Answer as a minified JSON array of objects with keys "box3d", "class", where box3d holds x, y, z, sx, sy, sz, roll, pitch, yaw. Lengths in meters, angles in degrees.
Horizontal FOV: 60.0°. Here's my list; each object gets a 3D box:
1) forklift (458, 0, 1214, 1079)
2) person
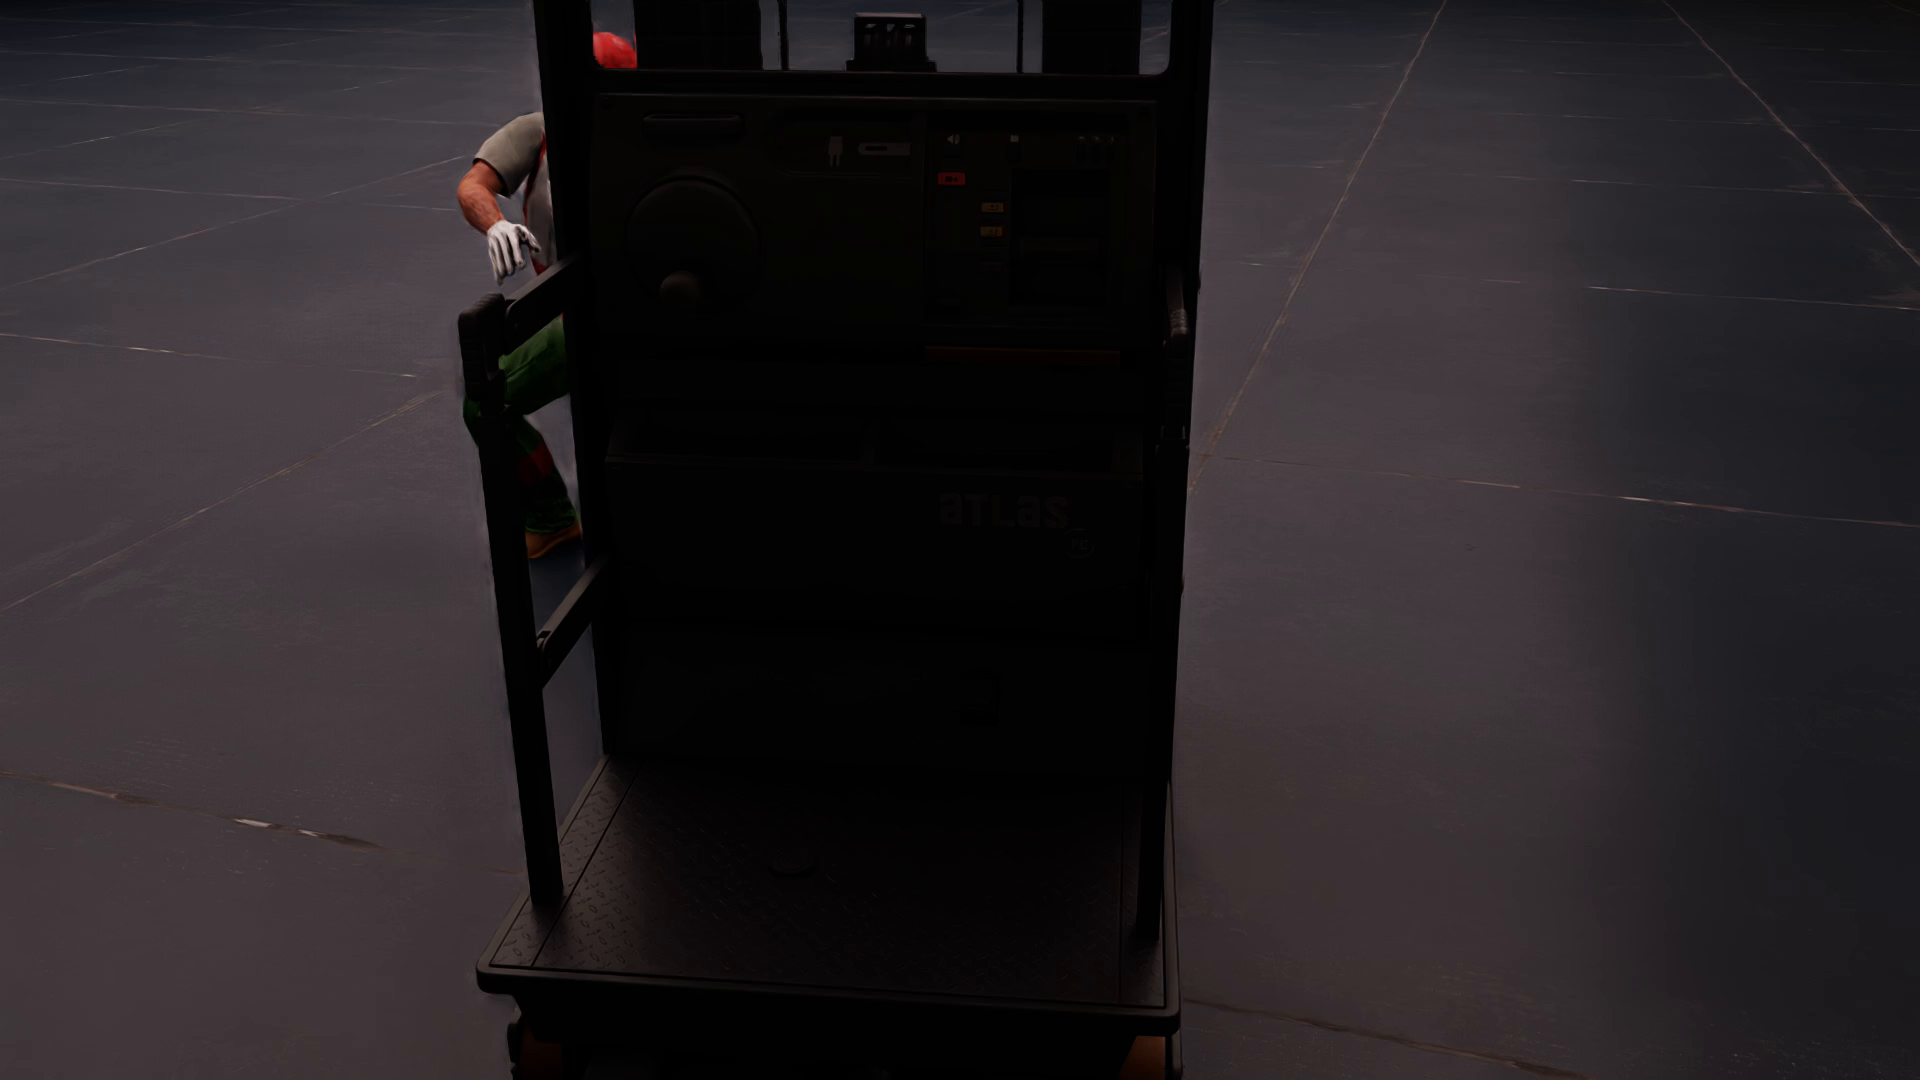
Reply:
[{"box3d":[-0.166,-0.517,2.531,1.130,2.935,3.031,2,23,5],"class":"forklift"},{"box3d":[-0.965,-0.670,4.807,0.949,1.547,0.686,-13,26,-29],"class":"person"}]
